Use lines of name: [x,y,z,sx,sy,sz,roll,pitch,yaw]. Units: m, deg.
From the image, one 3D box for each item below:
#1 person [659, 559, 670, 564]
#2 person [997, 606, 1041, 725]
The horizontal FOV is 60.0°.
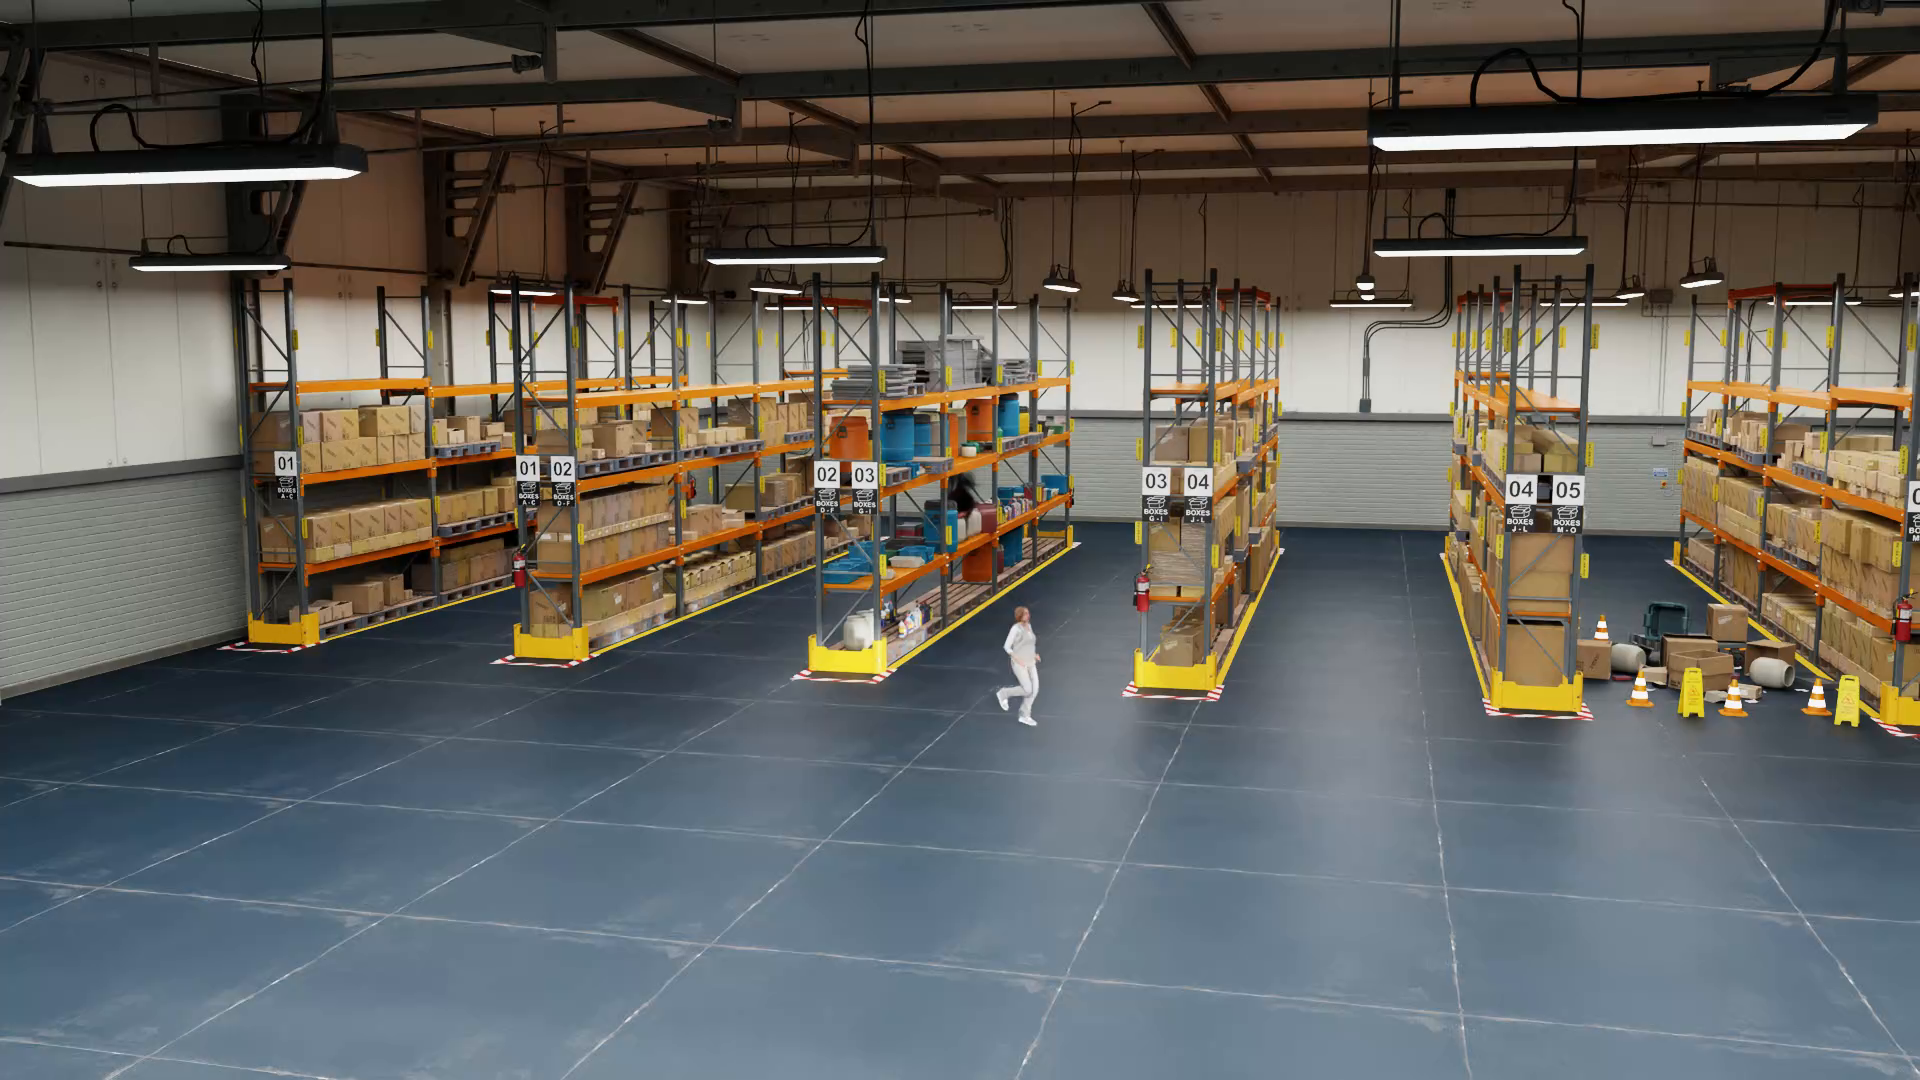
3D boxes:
person: [-6.198,0.022,35.013,0.607,1.636,0.769,1,7,11]
person: [0.776,1.634,21.821,0.577,1.563,0.536,5,9,37]
